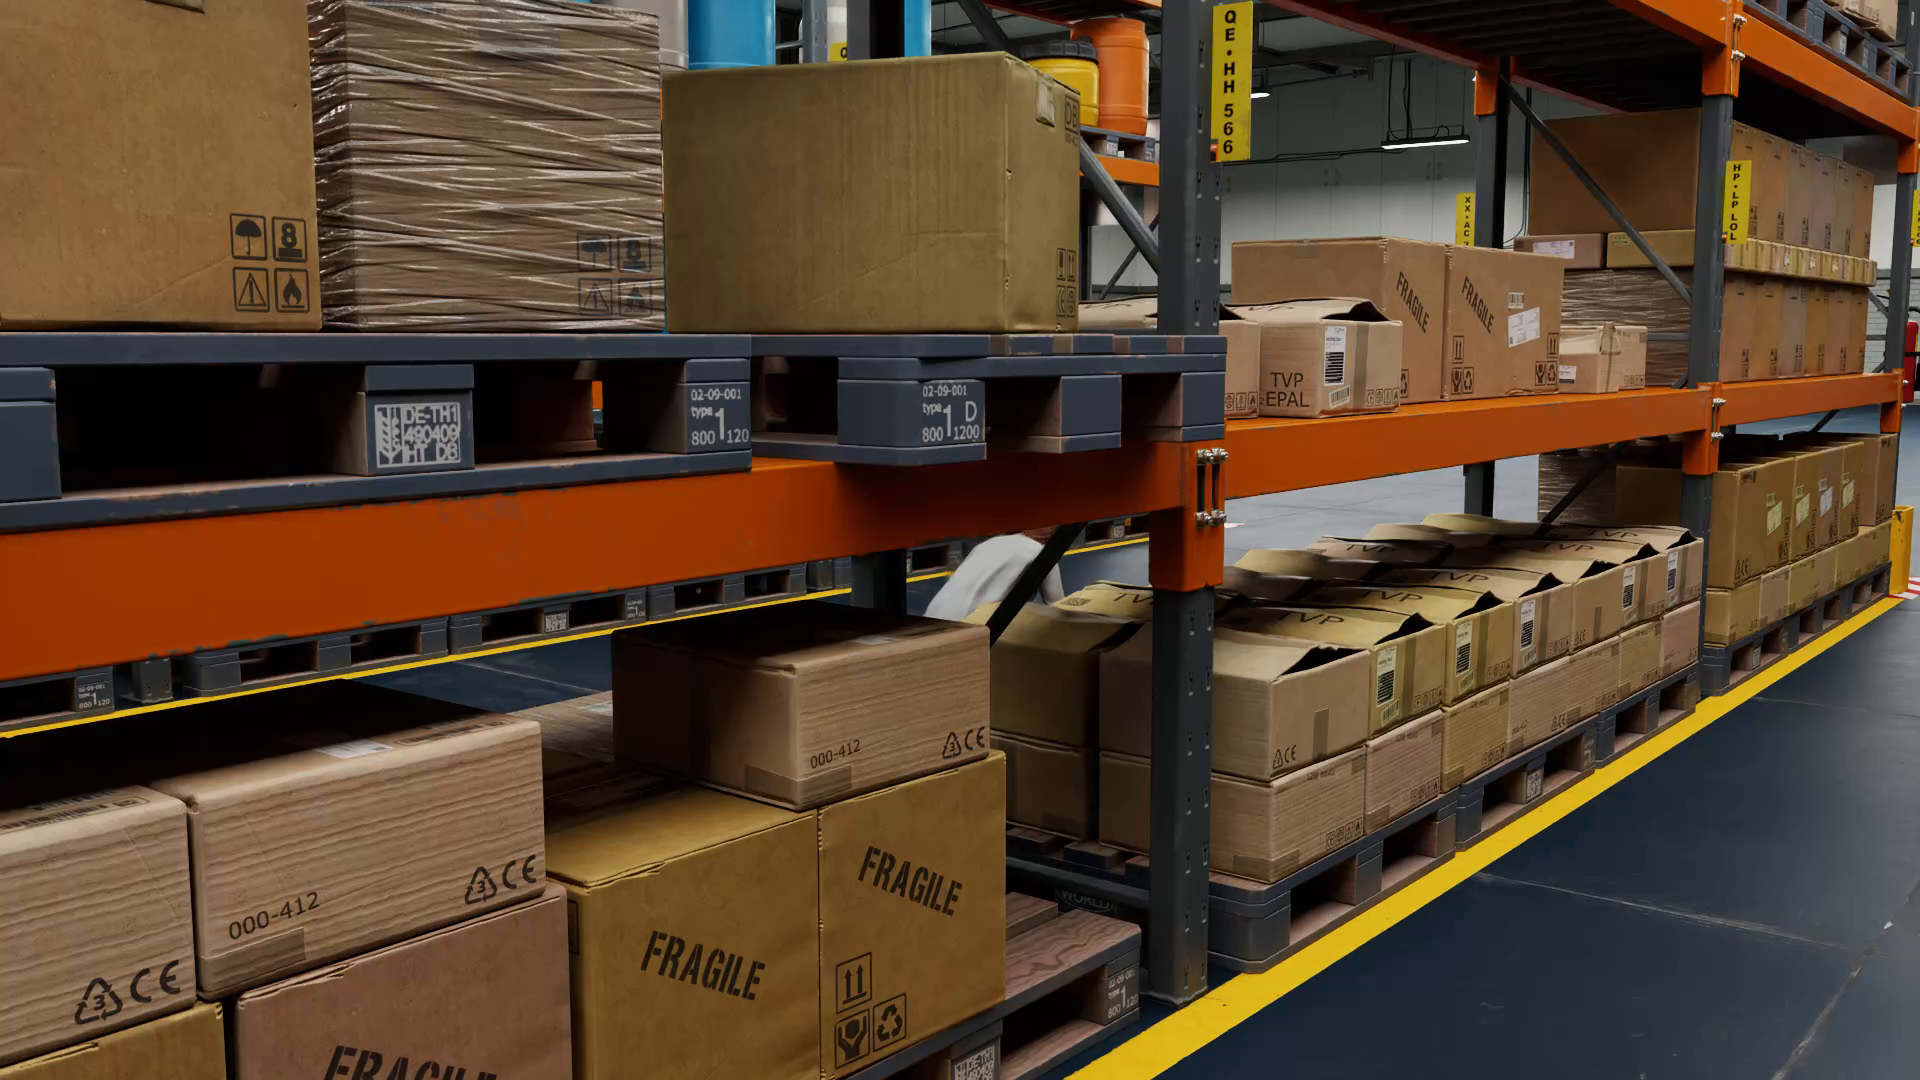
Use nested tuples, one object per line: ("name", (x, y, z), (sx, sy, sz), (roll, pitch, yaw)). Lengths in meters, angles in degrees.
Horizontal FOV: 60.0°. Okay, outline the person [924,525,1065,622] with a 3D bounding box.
("person", (0.163, 0.327, 6.566), (0.439, 0.784, 0.803), (6, 9, 39))
